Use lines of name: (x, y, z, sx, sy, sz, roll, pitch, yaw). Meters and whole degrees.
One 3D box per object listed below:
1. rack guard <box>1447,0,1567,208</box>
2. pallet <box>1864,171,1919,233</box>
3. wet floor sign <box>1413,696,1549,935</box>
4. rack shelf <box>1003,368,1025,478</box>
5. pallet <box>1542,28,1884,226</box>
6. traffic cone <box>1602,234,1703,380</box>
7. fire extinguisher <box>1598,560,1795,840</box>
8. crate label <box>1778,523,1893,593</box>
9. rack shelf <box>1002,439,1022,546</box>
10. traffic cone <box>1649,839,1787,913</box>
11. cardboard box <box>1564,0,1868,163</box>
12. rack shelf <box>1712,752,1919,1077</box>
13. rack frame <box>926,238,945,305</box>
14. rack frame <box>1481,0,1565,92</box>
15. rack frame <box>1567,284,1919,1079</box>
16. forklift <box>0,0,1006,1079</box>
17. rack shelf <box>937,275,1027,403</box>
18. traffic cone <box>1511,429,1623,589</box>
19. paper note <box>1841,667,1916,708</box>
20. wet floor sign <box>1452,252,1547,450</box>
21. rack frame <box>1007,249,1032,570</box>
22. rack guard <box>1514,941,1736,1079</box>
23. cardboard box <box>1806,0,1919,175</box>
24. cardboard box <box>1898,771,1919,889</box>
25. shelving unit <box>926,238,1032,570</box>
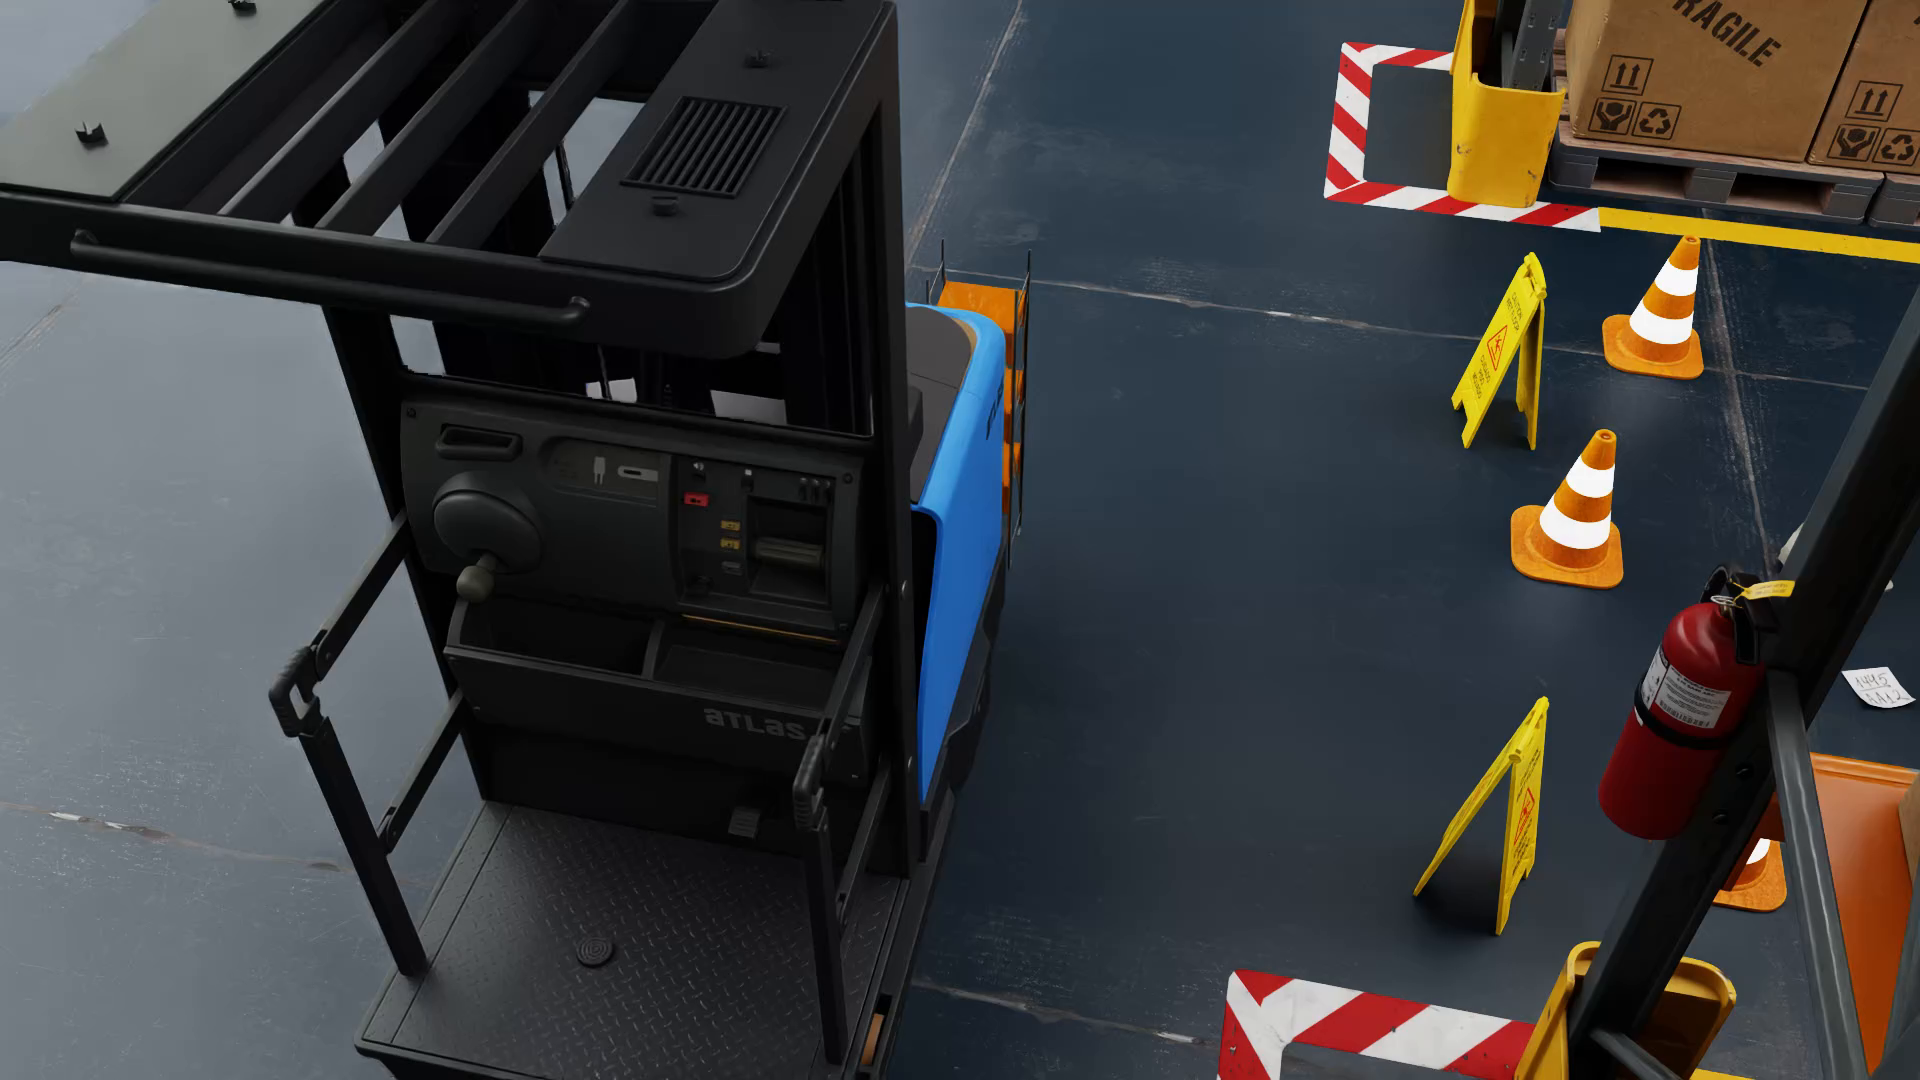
rack guard: (2.249, -1.913, 6.877, 0.348, 0.500, 1.175, 9, 45, 9)
pallet: (4.257, -1.551, 6.709, 1.213, 0.211, 1.003, 9, 45, 9)
wet floor sign: (1.339, 0.650, 4.109, 0.232, 0.644, 0.267, 24, 49, 23)
rack shelf: (0.052, -0.363, 4.885, 0.240, 0.259, 0.215, 9, 45, 9)
pallet: (3.070, -1.737, 6.903, 1.213, 0.211, 1.003, 9, 45, 9)
traffic cone: (2.481, -0.855, 5.805, 0.334, 0.463, 0.336, 9, 45, 9)
fire extinguisher: (1.279, 0.254, 2.879, 0.183, 0.674, 0.296, 9, 45, 9)
crate label: (2.683, 0.053, 5.096, 0.298, 0.136, 0.250, -12, 45, -12)
rack shelf: (0.052, -0.162, 5.078, 0.240, 0.259, 0.215, 9, 45, 9)
traffic cone: (1.992, 0.661, 4.230, 0.334, 0.463, 0.336, 9, 45, 9)
cardboard box: (2.949, -2.138, 6.538, 0.875, 0.875, 0.875, 9, 45, 9)
rack shelf: (3.242, 1.117, 2.445, 4.000, 0.370, 1.077, 9, 45, 9)
rack frame: (-0.067, -0.389, 4.897, 0.008, 1.050, 0.200, 9, 45, 9)
rack frame: (2.273, -2.810, 6.007, 0.127, 3.000, 1.000, 9, 45, 9)
rack frame: (1.290, 0.557, 2.508, 0.053, 2.616, 0.949, 9, 45, 9)
forklift: (-0.689, 0.055, 3.080, 1.130, 2.935, 3.031, 9, 45, 9)
rack shelf: (0.052, -0.567, 4.688, 0.240, 0.259, 0.215, 9, 45, 9)
traffic cone: (1.902, -0.142, 5.063, 0.334, 0.463, 0.336, 9, 45, 9)
paper note: (2.648, 0.421, 4.791, 0.142, 0.019, 0.148, -5, 44, -5)
wet floor sign: (1.812, -0.626, 5.436, 0.232, 0.644, 0.267, 2, 44, 2)
rack frame: (0.171, -0.352, 4.858, 0.008, 1.050, 0.200, 9, 45, 9)
rack guard: (1.365, 1.467, 3.365, 0.348, 0.500, 1.175, 9, 45, 9)
cardboard box: (3.808, -2.006, 6.401, 0.875, 0.875, 0.875, 8, 45, 8)
cardboard box: (1.702, 0.557, 2.689, 0.250, 0.149, 0.380, 10, 45, 10)
shelving unit: (0.052, -0.370, 4.878, 0.252, 1.050, 0.215, 9, 45, 9)
